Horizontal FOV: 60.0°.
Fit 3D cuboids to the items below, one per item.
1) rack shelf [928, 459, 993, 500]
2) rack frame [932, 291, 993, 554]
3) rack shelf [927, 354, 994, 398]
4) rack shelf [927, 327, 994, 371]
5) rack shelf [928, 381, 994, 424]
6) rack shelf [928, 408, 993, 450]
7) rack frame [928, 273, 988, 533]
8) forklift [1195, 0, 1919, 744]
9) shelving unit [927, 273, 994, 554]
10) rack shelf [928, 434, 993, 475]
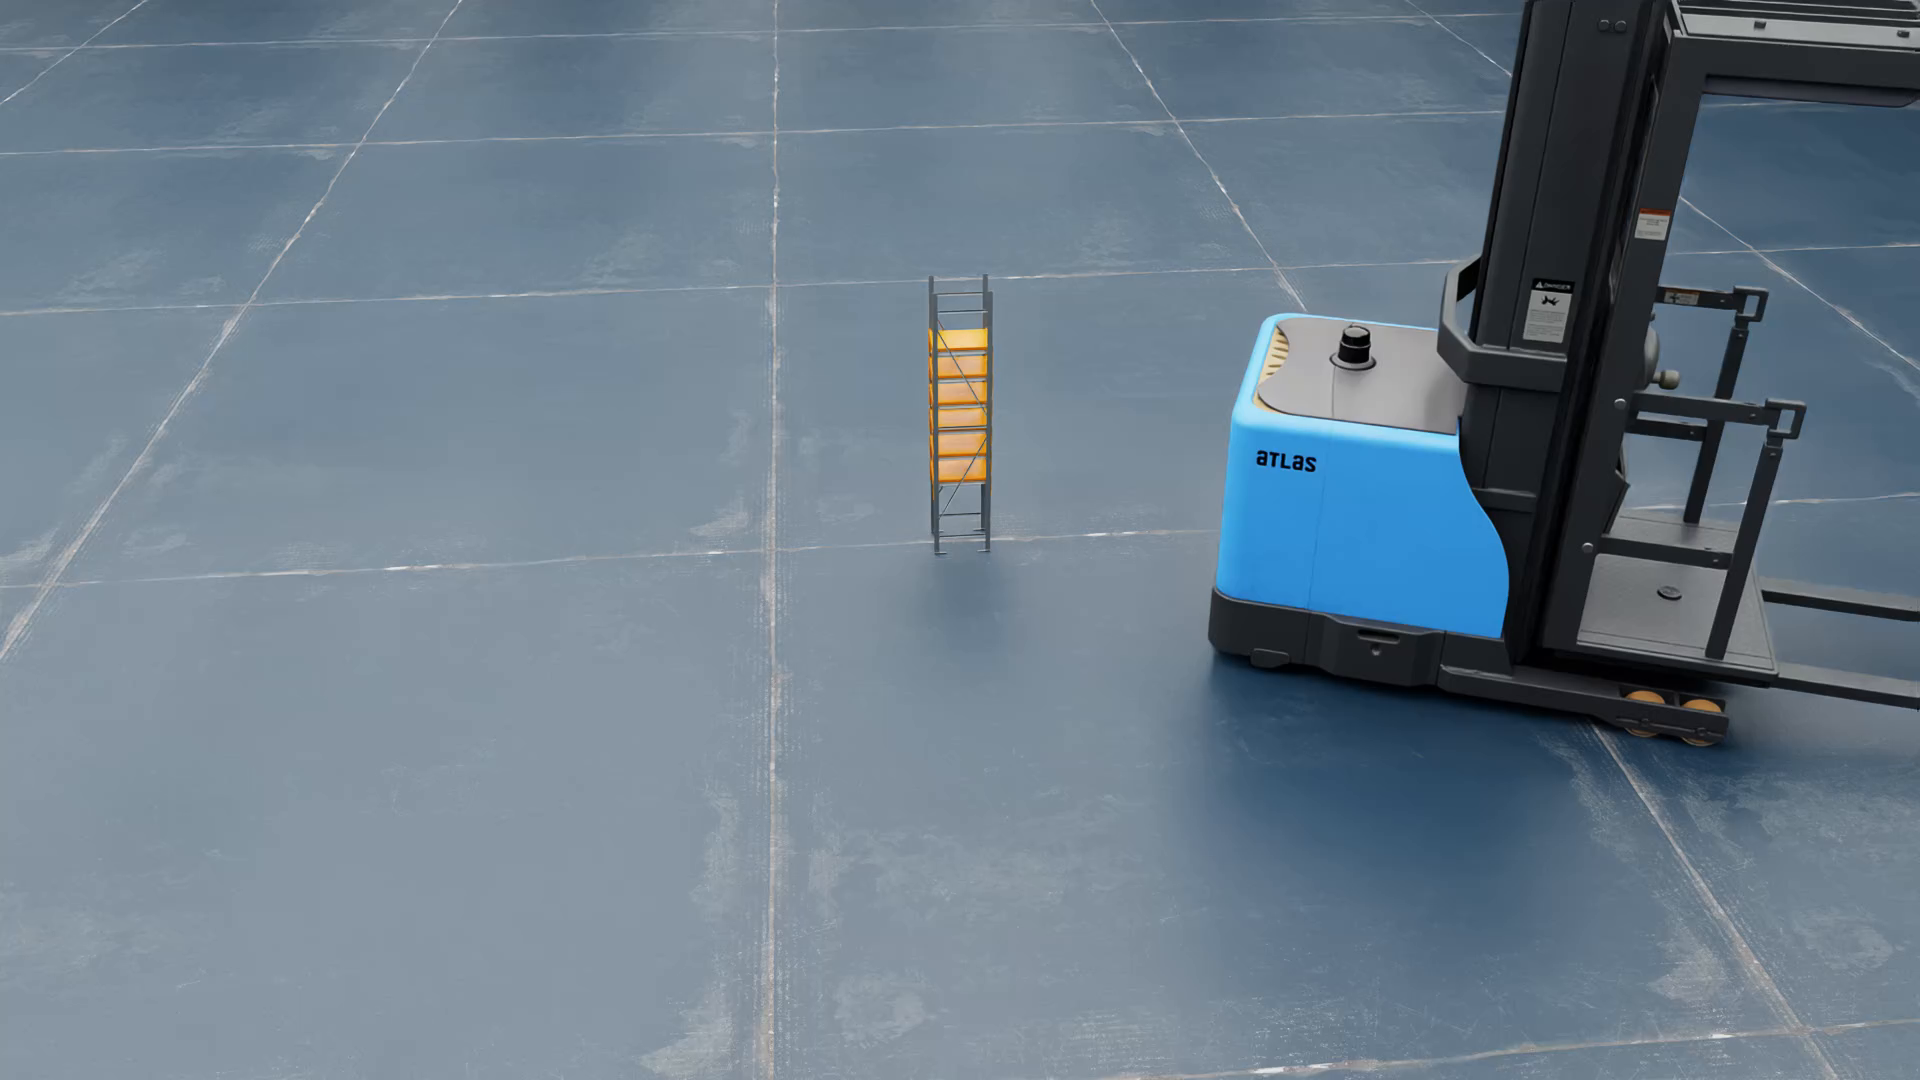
[{"bbox_3d":[0.001,-0.264,7.076,0.258,0.103,0.180,-3,31,-5],"label":"rack shelf"},{"bbox_3d":[0.010,-0.461,6.852,0.240,1.200,0.006,-3,31,-5],"label":"rack frame"},{"bbox_3d":[0.001,-0.676,6.830,0.258,0.103,0.180,-3,31,-5],"label":"rack shelf"},{"bbox_3d":[0.001,-0.779,6.768,0.258,0.103,0.180,-3,31,-5],"label":"rack shelf"},{"bbox_3d":[0.001,-0.573,6.891,0.258,0.103,0.180,-3,31,-5],"label":"rack shelf"},{"bbox_3d":[0.001,-0.470,6.953,0.258,0.103,0.180,-3,31,-5],"label":"rack shelf"},{"bbox_3d":[-0.007,-0.554,7.008,0.240,1.200,0.006,-3,31,-5],"label":"rack frame"},{"bbox_3d":[2.492,-0.826,5.774,3.031,2.935,1.130,8,32,14],"label":"forklift"},{"bbox_3d":[0.001,-0.508,6.930,0.258,1.200,0.189,-3,31,-5],"label":"shelving unit"},{"bbox_3d":[0.001,-0.367,7.014,0.258,0.103,0.180,-3,31,-5],"label":"rack shelf"}]
